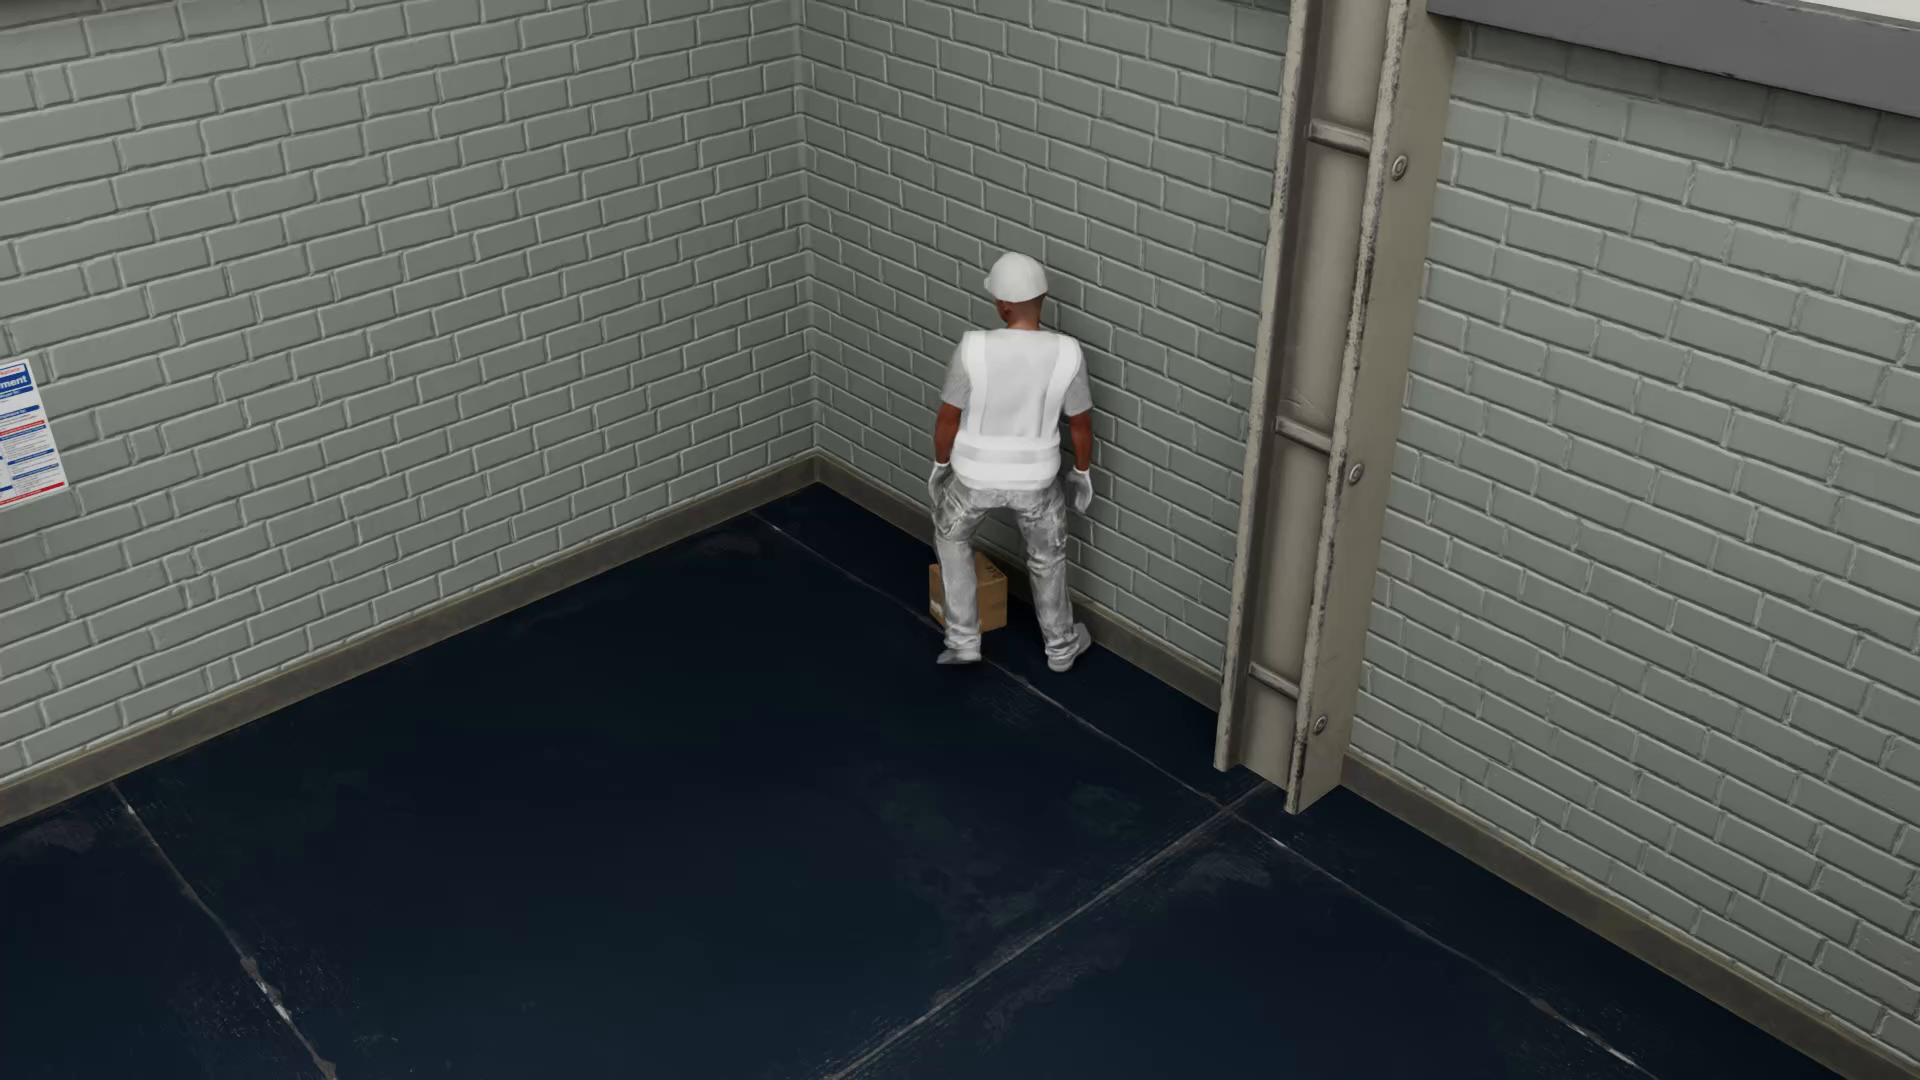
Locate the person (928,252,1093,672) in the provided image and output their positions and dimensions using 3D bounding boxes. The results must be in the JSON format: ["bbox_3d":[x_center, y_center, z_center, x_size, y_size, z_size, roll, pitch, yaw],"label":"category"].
[{"bbox_3d":[0.217,-0.248,6.509,0.682,1.801,0.412,-1,31,-2],"label":"person"}]
